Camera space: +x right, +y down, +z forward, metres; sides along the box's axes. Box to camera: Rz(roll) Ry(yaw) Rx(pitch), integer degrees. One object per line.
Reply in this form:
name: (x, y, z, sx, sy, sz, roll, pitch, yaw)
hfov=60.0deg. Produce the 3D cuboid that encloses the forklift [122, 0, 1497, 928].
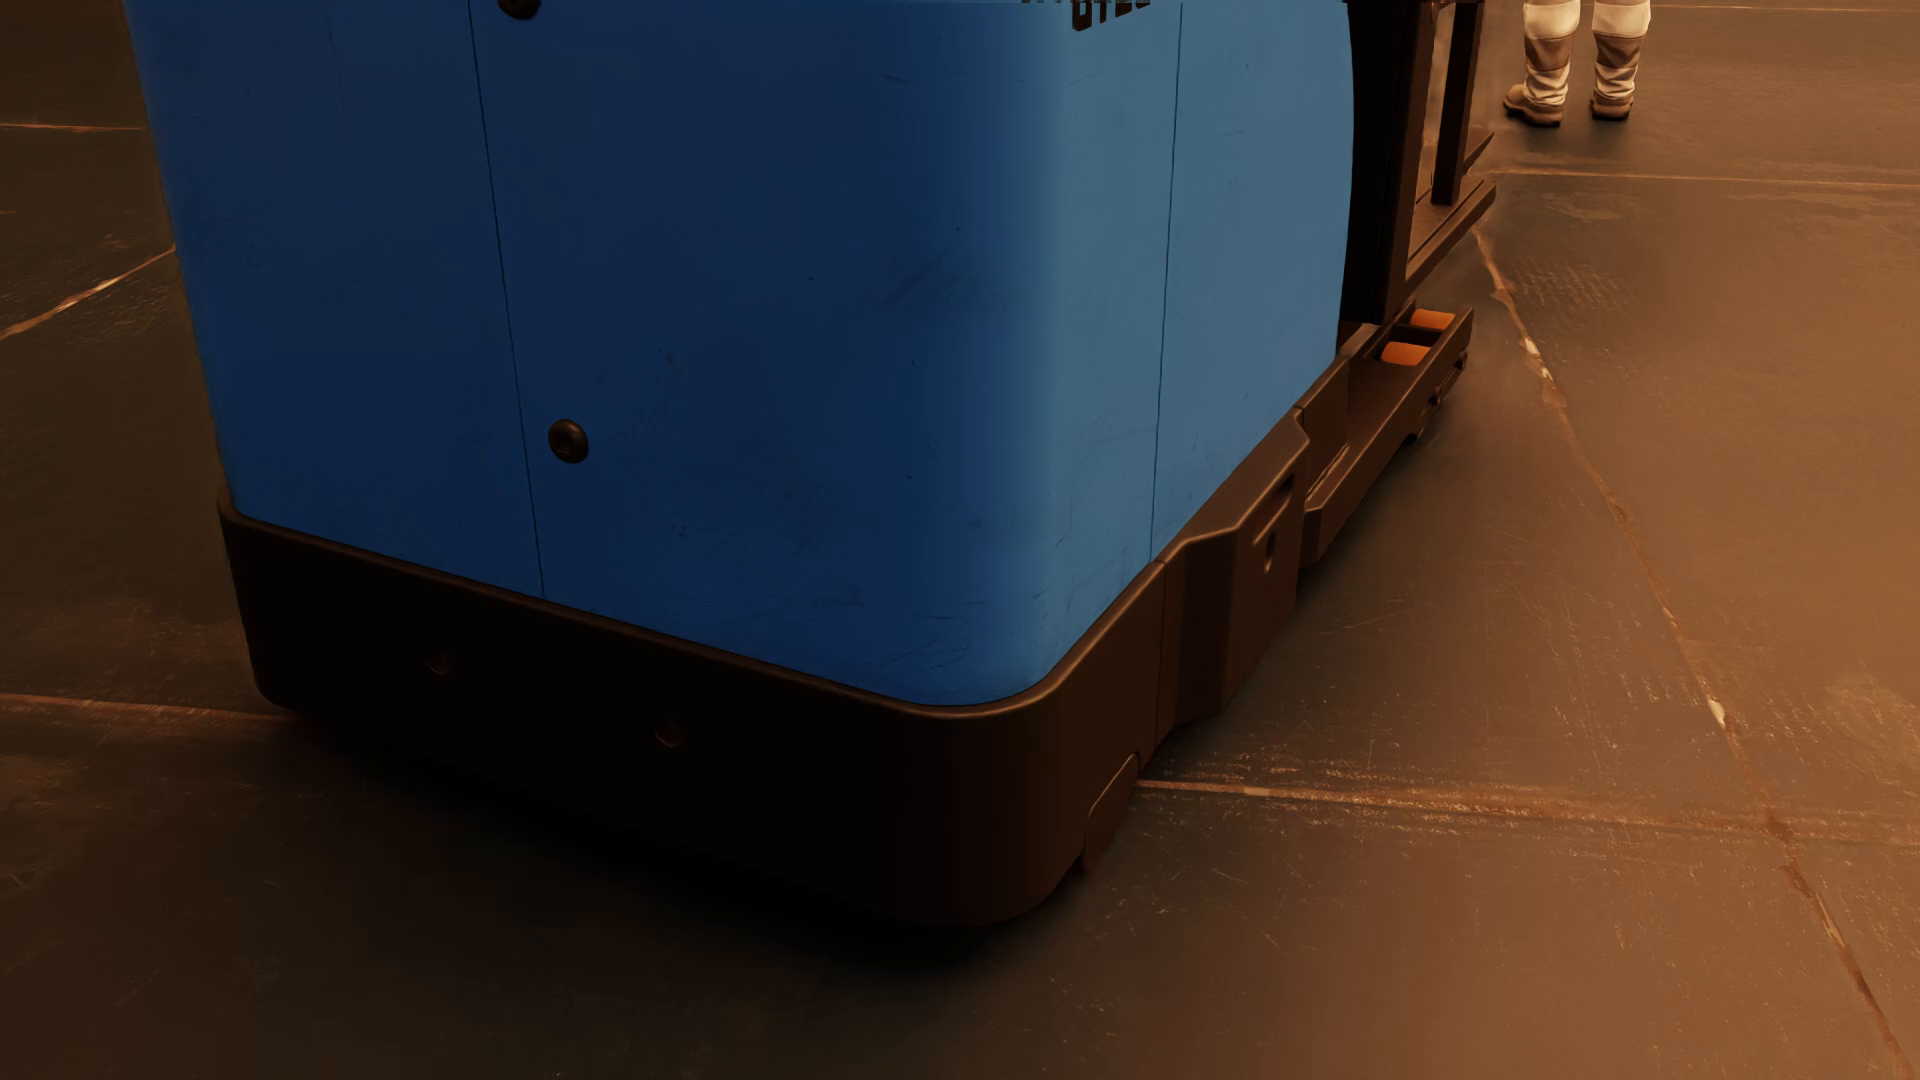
forklift: (0.272, -1.566, 2.356, 1.130, 2.935, 3.031, 13, 29, 24)

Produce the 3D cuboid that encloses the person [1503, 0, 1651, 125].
person: (1.780, -2.094, 4.678, 0.638, 1.787, 0.565, 3, 27, 6)
